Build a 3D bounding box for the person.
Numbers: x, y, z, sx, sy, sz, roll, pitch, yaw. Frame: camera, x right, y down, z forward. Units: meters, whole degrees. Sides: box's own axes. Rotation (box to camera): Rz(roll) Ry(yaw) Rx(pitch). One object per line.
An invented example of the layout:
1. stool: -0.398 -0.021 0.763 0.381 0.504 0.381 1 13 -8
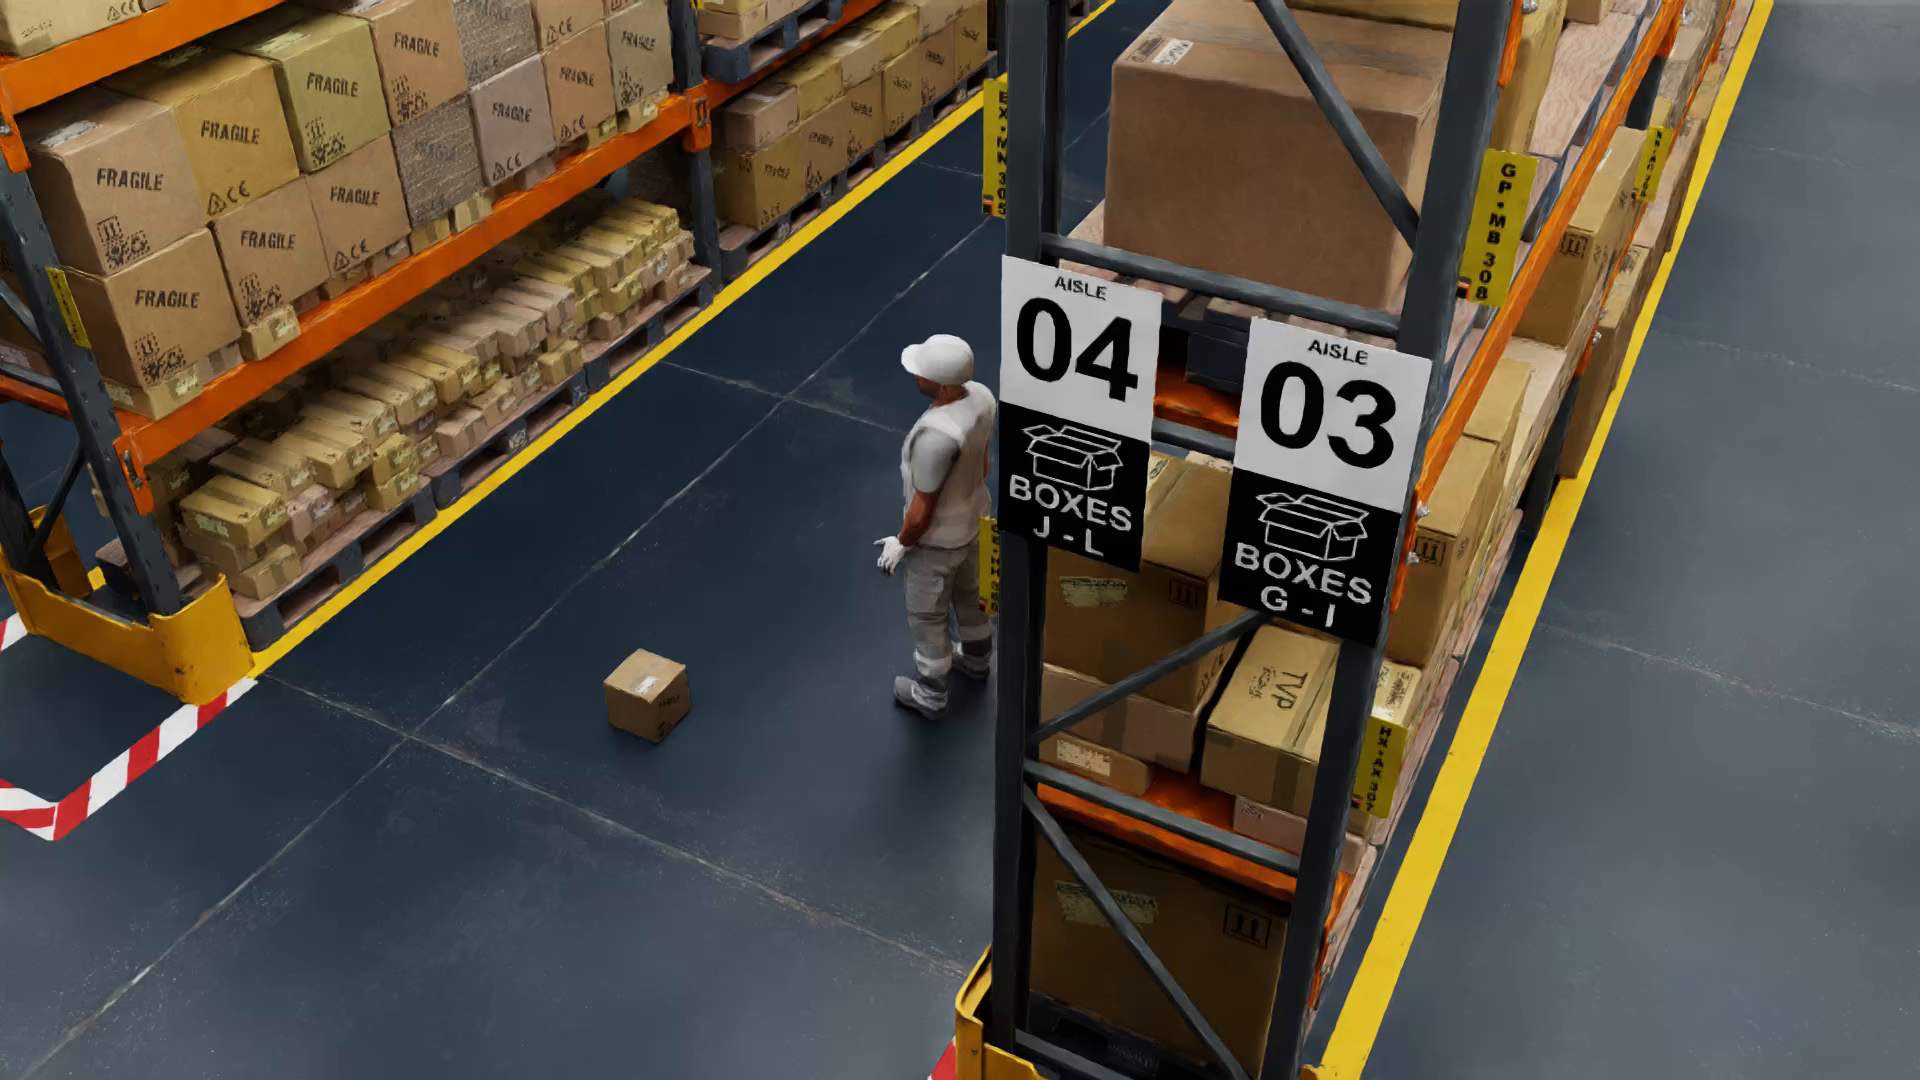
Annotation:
1. person: -0.084 -0.056 6.762 0.385 1.795 0.577 17 41 20
